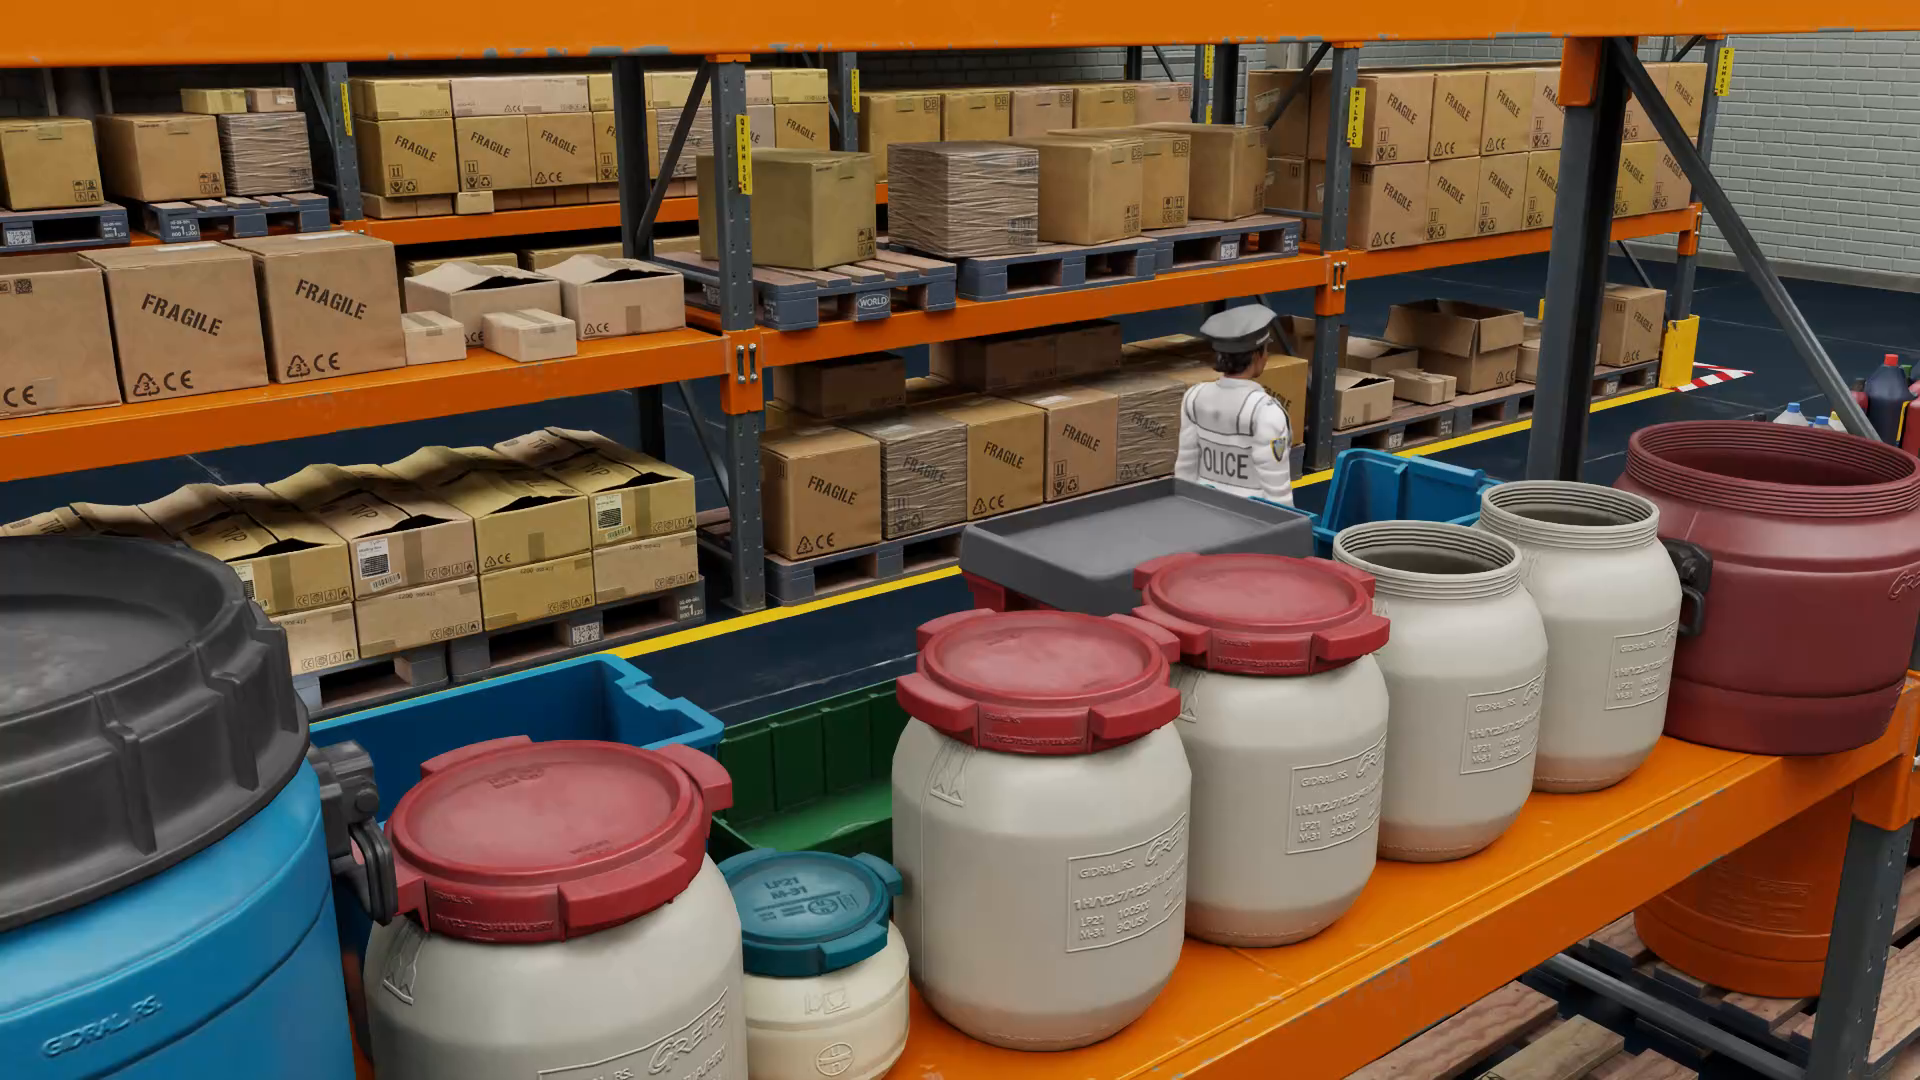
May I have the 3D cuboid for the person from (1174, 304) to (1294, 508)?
[{"bbox_3d":[1.015,0.007,6.059,0.486,1.726,0.503,-14,22,-36],"label":"person"}]
